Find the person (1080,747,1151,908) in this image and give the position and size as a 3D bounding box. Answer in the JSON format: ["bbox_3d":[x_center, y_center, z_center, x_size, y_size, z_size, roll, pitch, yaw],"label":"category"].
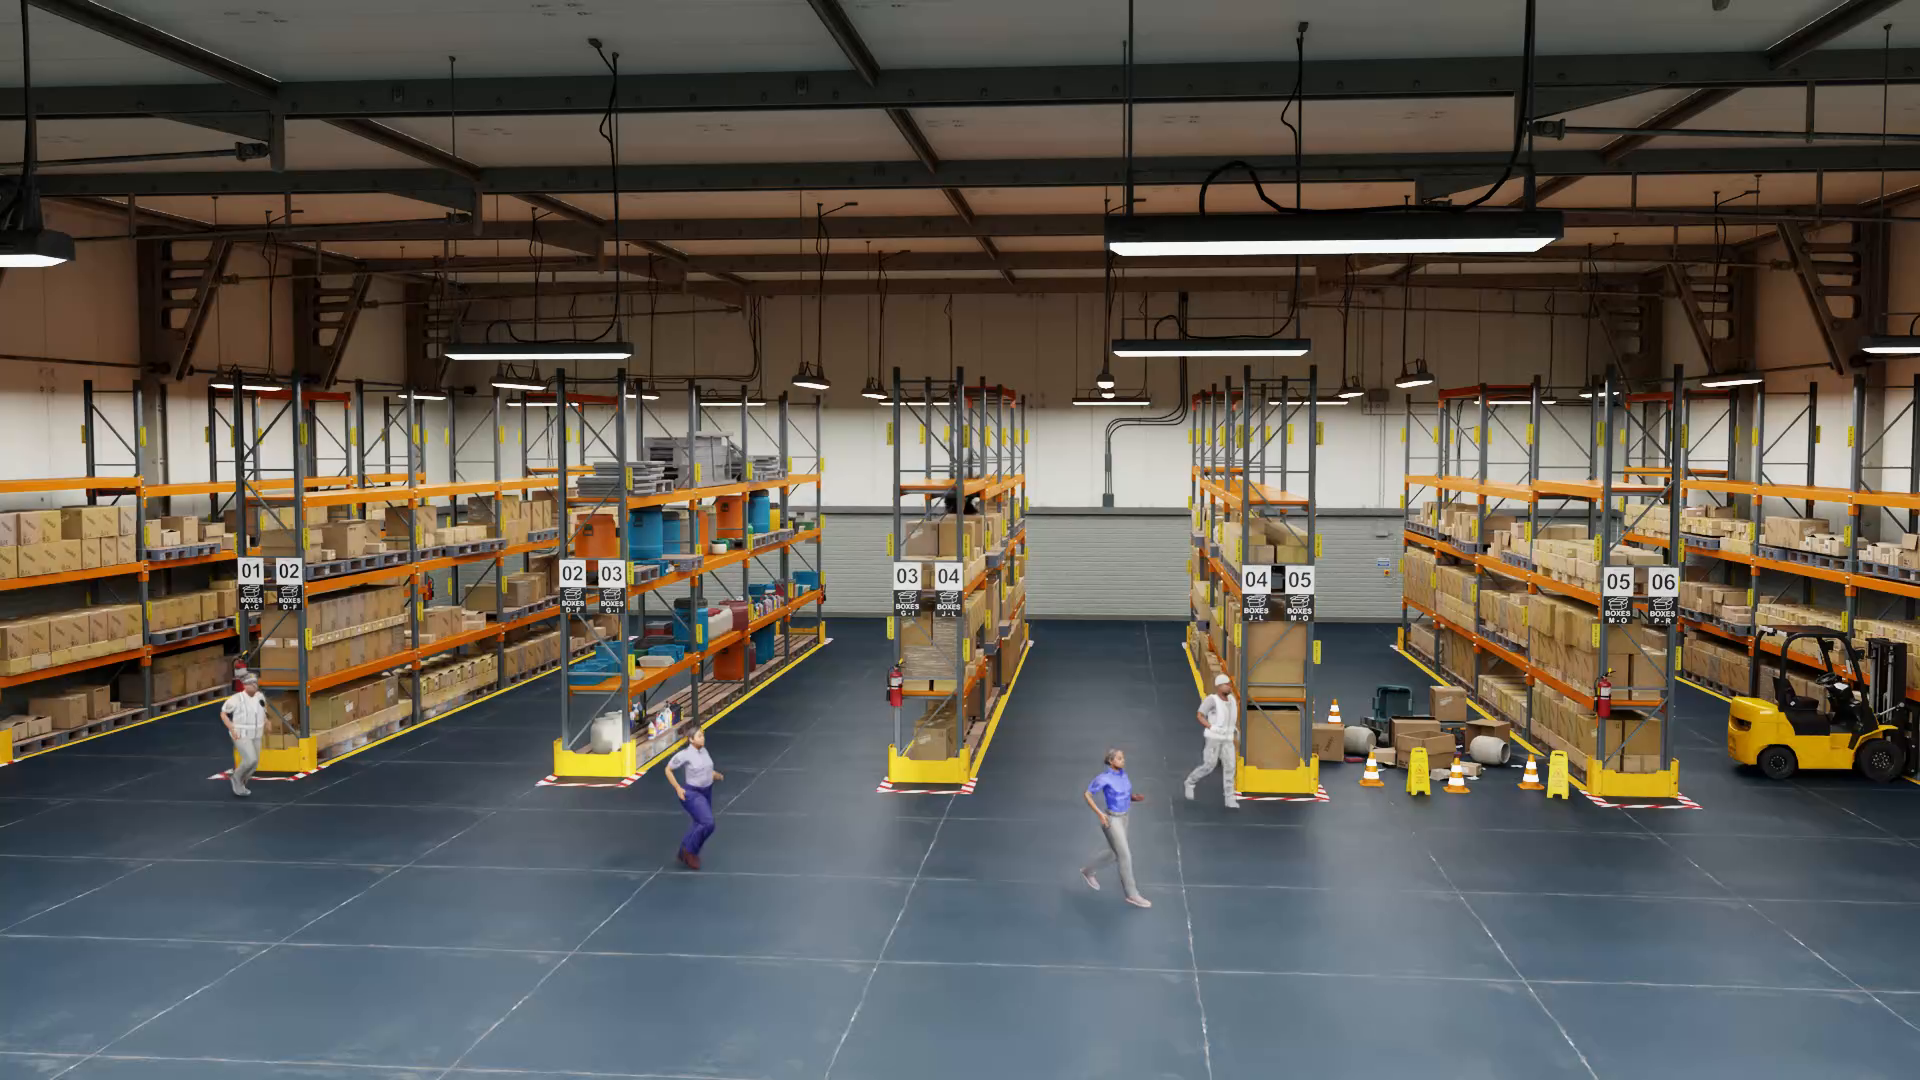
[{"bbox_3d":[1.666,3.044,17.837,0.921,1.644,0.574,2,4,35],"label":"person"}]

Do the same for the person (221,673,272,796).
[{"bbox_3d":[-9.882,2.699,23.112,0.694,1.722,0.603,2,4,30],"label":"person"}]

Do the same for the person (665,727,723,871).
[{"bbox_3d":[-3.026,2.988,19.255,0.653,1.641,0.578,2,4,24],"label":"person"}]

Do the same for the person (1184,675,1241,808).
[{"bbox_3d":[3.552,2.704,22.604,0.756,1.748,0.997,-3,5,-41],"label":"person"}]
